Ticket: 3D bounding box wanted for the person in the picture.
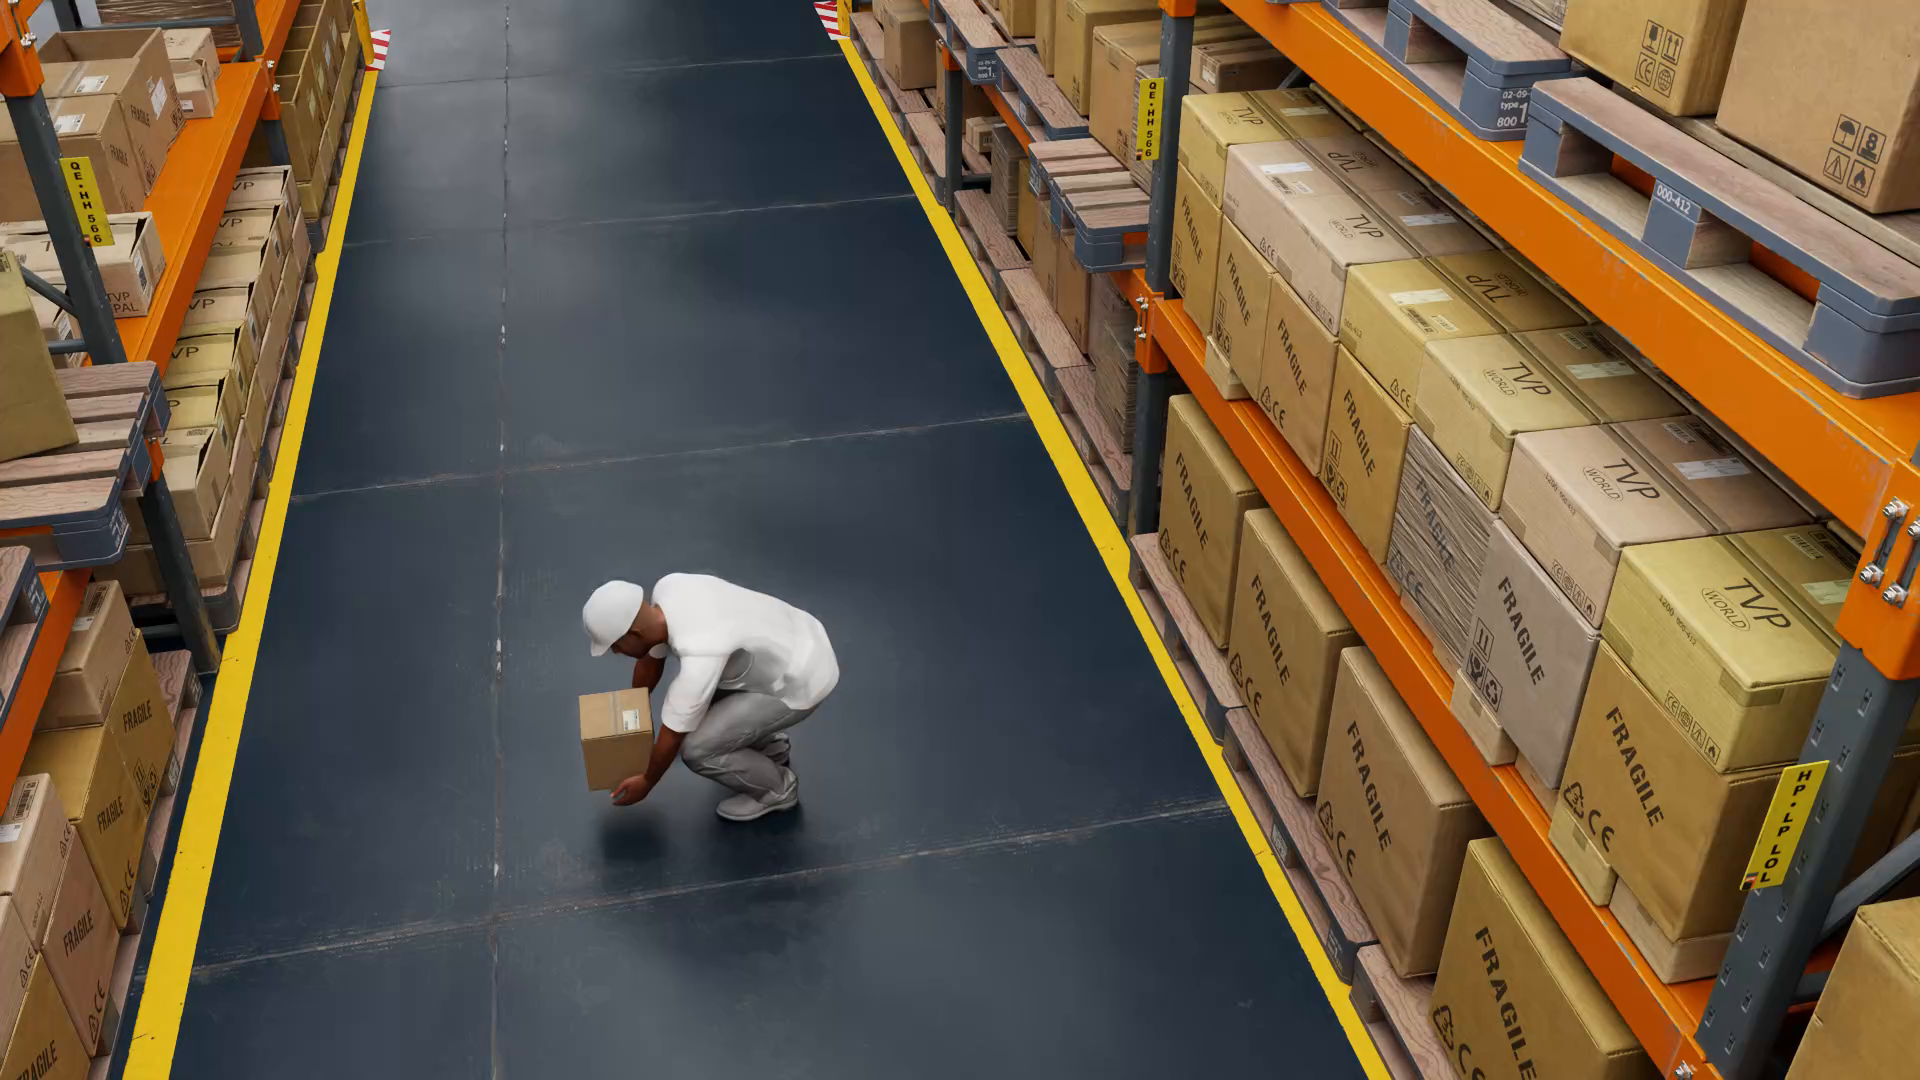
[{"bbox_3d":[-0.874,0.537,5.969,0.882,1.055,0.591,-7,35,-11],"label":"person"}]
